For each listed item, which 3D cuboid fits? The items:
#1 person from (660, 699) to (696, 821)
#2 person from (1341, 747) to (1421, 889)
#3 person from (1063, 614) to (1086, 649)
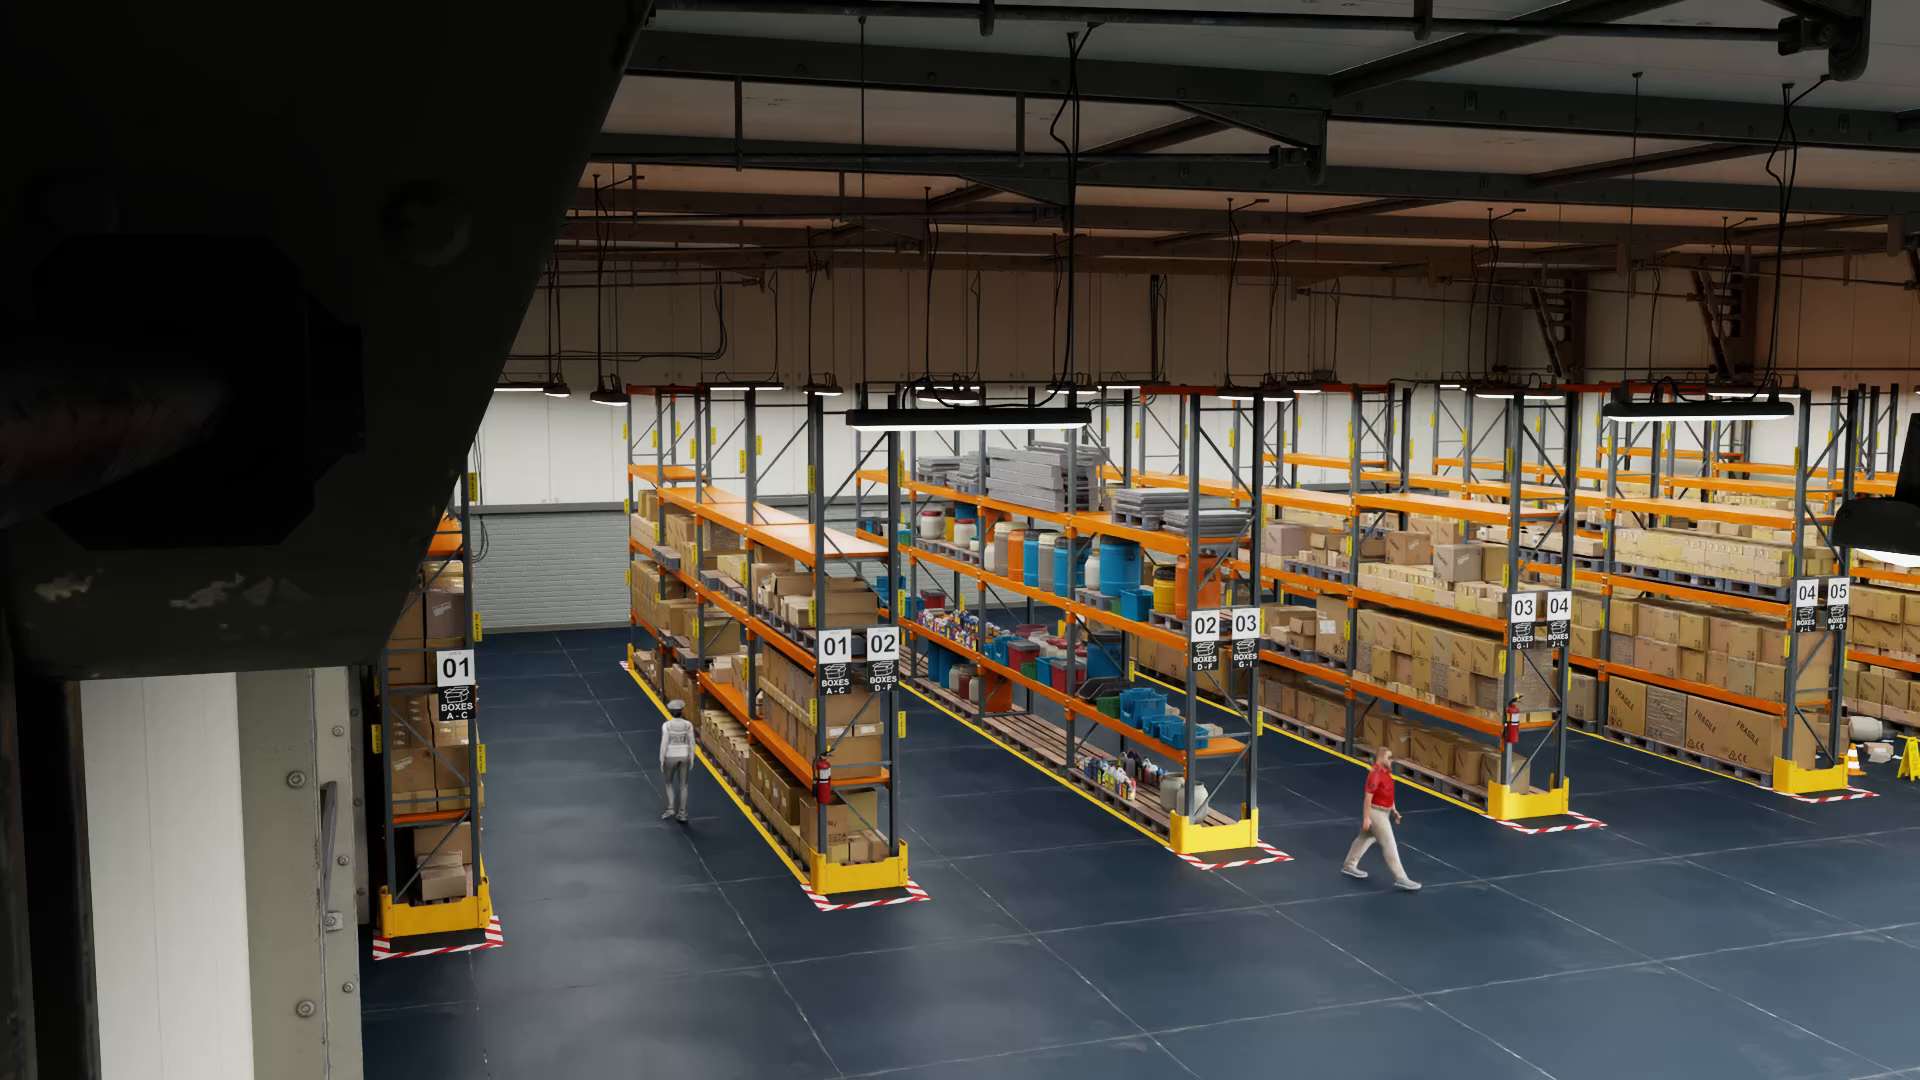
[{"bbox_3d":[-3.959,3.117,23.334,0.526,1.735,0.578,-2,6,-22],"label":"person"},{"bbox_3d":[5.190,3.366,20.409,0.988,1.674,0.571,2,6,20],"label":"person"},{"bbox_3d":[2.461,1.794,35.565,0.403,1.787,0.609,6,8,44],"label":"person"}]
